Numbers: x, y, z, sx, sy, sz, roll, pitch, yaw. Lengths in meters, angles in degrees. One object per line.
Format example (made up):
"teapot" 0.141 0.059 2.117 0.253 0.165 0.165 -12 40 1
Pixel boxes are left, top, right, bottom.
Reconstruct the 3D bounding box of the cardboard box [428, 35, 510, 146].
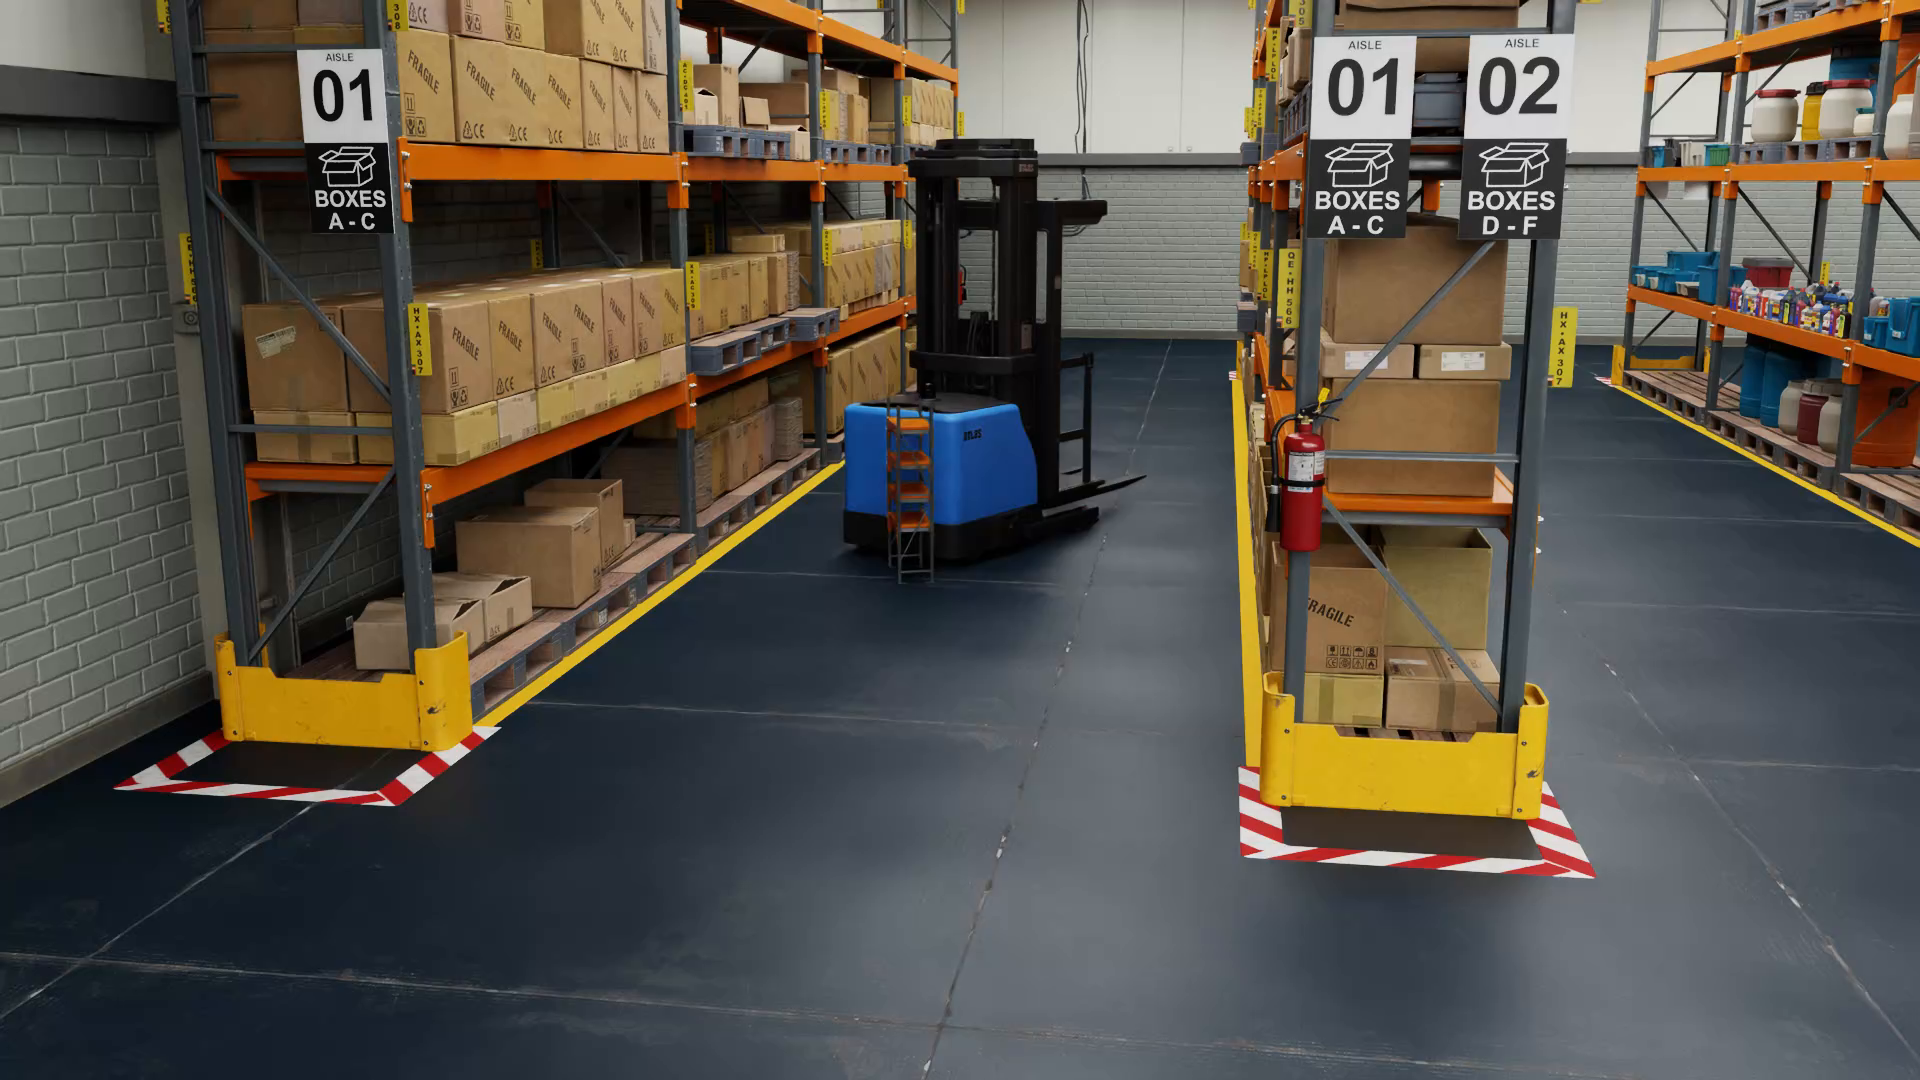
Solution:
"cardboard box" -2.572 -2.201 8.180 0.500 0.500 0.500 3 12 12

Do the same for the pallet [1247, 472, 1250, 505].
"pallet" 2.973 -0.476 14.201 1.003 0.211 1.213 2 12 9

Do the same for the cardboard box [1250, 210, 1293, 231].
"cardboard box" 3.651 -3.600 19.467 0.500 0.500 0.500 2 12 8

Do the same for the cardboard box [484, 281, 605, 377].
"cardboard box" -2.378 -1.214 9.535 0.500 0.500 0.500 2 12 10

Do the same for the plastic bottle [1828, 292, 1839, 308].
"plastic bottle" 8.625 -2.316 16.427 0.097 0.271 0.097 0 12 0

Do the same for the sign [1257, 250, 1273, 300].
"sign" 1.985 -1.719 10.791 0.100 0.325 0.005 2 12 9

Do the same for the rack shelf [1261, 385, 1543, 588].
"rack shelf" 2.215 -0.409 8.977 1.077 0.370 4.000 2 12 9

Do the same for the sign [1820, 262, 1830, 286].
"sign" 9.190 -2.798 17.698 0.100 0.325 0.005 2 12 9

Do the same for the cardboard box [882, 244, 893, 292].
"cardboard box" -1.033 -2.995 18.279 0.500 0.500 0.500 2 12 9

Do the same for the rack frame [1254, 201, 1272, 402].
"rack frame" 3.138 -2.009 14.696 1.000 3.000 0.127 2 12 9

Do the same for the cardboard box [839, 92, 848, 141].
"cardboard box" -1.548 -4.332 17.073 0.700 0.500 0.500 2 12 9

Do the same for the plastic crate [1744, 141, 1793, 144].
"plastic crate" 9.109 -4.333 18.668 0.497 0.269 0.590 2 12 9

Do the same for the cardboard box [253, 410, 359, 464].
"cardboard box" -3.108 -0.544 8.204 0.500 0.250 0.500 2 12 9

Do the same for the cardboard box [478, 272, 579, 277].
"cardboard box" -2.735 -1.441 10.587 0.500 0.500 0.500 2 12 8

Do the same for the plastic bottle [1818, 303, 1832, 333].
"plastic bottle" 7.773 -1.995 14.936 0.097 0.271 0.097 0 12 0

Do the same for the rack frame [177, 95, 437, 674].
"rack frame" -2.988 -0.504 7.710 1.000 3.000 0.127 2 12 9

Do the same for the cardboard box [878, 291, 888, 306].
"cardboard box" -0.997 -2.646 18.202 0.380 0.149 0.250 2 12 9

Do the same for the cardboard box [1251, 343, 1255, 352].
"cardboard box" 3.284 -1.901 17.301 0.500 0.250 0.500 2 12 9

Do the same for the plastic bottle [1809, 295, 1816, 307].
"plastic bottle" 8.019 -2.161 15.676 0.061 0.283 0.133 2 12 9

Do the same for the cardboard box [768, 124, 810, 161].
"cardboard box" -1.602 -3.443 14.393 0.500 0.311 0.500 2 12 9

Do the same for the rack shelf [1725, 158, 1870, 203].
"rack shelf" 8.339 -3.379 15.640 1.077 0.370 4.000 2 12 9

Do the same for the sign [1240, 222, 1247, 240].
"sign" 3.832 -4.115 22.414 0.100 0.325 0.005 2 12 9

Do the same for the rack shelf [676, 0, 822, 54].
"rack shelf" -2.065 -4.138 12.992 1.077 0.370 4.000 2 12 9

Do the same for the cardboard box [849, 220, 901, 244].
"cardboard box" -0.961 -3.467 18.689 0.500 0.250 0.500 2 12 10

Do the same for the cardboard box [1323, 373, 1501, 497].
"cardboard box" 1.992 -0.489 7.407 0.700 0.500 0.500 2 12 9

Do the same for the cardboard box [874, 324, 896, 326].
"cardboard box" -0.986 -2.648 21.056 0.380 0.149 0.250 2 12 9

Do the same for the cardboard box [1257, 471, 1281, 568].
"cardboard box" 1.988 -0.110 9.632 0.500 0.500 0.500 2 12 9

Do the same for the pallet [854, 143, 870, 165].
"pallet" -1.542 -3.912 16.852 1.003 0.211 1.213 2 12 11

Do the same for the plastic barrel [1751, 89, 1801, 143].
"plastic barrel" 8.318 -4.317 16.966 0.433 0.535 0.433 0 12 0

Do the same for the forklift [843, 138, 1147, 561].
"forklift" 0.423 -1.545 12.705 1.130 2.935 3.031 9 15 35

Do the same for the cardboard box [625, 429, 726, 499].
"cardboard box" -2.246 -0.592 13.011 0.700 0.500 0.500 2 12 8

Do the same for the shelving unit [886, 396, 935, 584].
"shelving unit" -0.339 -0.347 11.254 0.258 1.200 0.503 -2 12 -10

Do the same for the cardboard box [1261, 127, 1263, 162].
"cardboard box" 3.330 -3.831 15.791 0.910 0.500 0.500 2 12 9

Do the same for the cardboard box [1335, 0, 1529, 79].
"cardboard box" 2.000 -2.254 7.137 0.797 0.503 0.637 3 12 13

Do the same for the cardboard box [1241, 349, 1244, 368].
"cardboard box" 3.927 -2.337 21.702 0.500 0.250 0.500 2 12 9

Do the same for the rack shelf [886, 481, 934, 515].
"rack shelf" -0.339 -0.281 11.268 0.258 0.148 0.480 -2 12 -10

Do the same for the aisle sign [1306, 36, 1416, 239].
"aisle sign" 1.607 -1.611 6.676 0.394 0.787 0.004 2 12 9

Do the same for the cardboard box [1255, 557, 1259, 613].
"cardboard box" 1.988 0.257 9.711 0.500 0.250 0.500 2 12 9

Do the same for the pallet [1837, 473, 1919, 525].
"pallet" 7.874 -0.325 13.499 1.003 0.211 1.213 2 12 9

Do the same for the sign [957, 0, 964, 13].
"sign" 0.007 -7.242 22.331 0.100 0.325 0.005 2 12 9

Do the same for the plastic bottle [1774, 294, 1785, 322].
"plastic bottle" 7.961 -2.249 16.115 0.097 0.271 0.097 0 12 0

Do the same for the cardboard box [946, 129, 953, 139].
"cardboard box" -0.378 -5.320 22.063 0.500 0.250 0.500 2 12 10

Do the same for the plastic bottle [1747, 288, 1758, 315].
"plastic bottle" 8.098 -2.434 16.974 0.097 0.271 0.097 0 12 0

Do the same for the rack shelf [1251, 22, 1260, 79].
"rack shelf" 4.060 -5.838 19.936 1.077 0.370 4.000 2 12 9

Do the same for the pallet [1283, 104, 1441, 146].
"pallet" 2.417 -2.421 9.698 1.003 0.211 1.213 2 12 9

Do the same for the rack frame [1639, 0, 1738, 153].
"rack frame" 9.262 -6.446 21.043 1.000 3.000 0.127 2 12 9

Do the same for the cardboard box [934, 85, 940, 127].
"cardboard box" -0.530 -5.474 20.996 0.500 0.500 0.500 1 12 6

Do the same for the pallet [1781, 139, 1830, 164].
"pallet" 8.451 -3.652 15.648 1.003 0.211 1.213 2 12 9

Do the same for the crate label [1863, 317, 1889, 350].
"crate label" 7.596 -1.691 13.615 0.303 0.233 0.416 2 12 9

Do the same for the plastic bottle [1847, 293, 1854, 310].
"plastic bottle" 8.715 -2.270 16.201 0.152 0.276 0.135 2 12 9

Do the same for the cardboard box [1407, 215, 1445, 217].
"cardboard box" 2.306 -1.558 9.284 0.700 0.500 0.500 2 12 9

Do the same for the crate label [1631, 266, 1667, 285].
"crate label" 8.899 -3.420 21.498 0.416 0.233 0.303 2 12 9
